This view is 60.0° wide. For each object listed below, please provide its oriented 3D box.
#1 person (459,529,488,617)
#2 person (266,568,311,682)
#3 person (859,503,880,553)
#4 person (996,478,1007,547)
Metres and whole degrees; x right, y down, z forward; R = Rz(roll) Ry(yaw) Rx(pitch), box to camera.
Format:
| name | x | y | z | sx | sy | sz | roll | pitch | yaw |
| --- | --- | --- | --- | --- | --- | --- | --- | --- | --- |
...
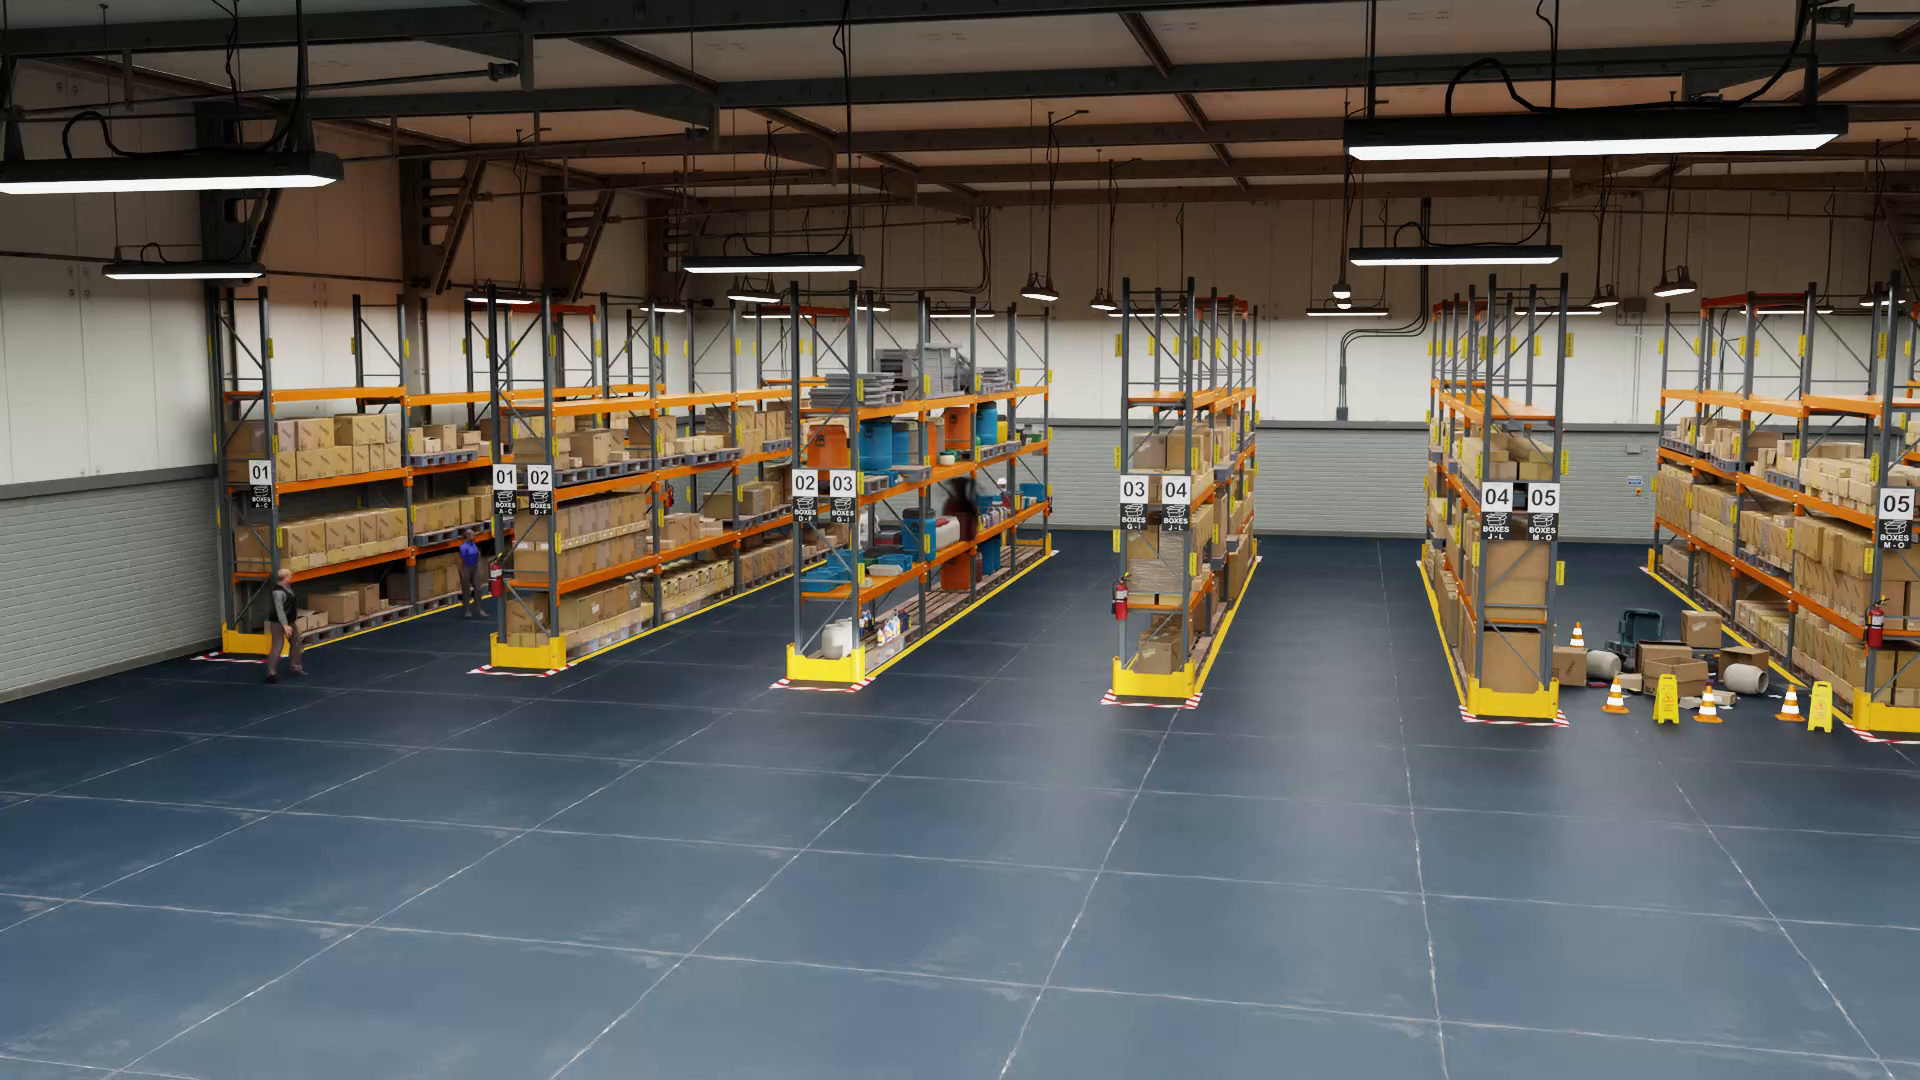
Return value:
| name | x | y | z | sx | sy | sz | roll | pitch | yaw |
| --- | --- | --- | --- | --- | --- | --- | --- | --- | --- |
| person | -9.159 | 0.636 | 31.129 | 0.386 | 1.631 | 0.511 | 5 | 8 | 35 |
| person | -10.245 | 1.283 | 25.215 | 0.515 | 1.746 | 0.680 | 0 | 7 | 2 |
| person | -1.870 | 0.041 | 33.596 | 0.442 | 1.623 | 0.925 | 2 | 7 | 16 |
| person | 1.042 | -0.720 | 41.827 | 0.481 | 1.701 | 0.545 | 4 | 8 | 29 |
